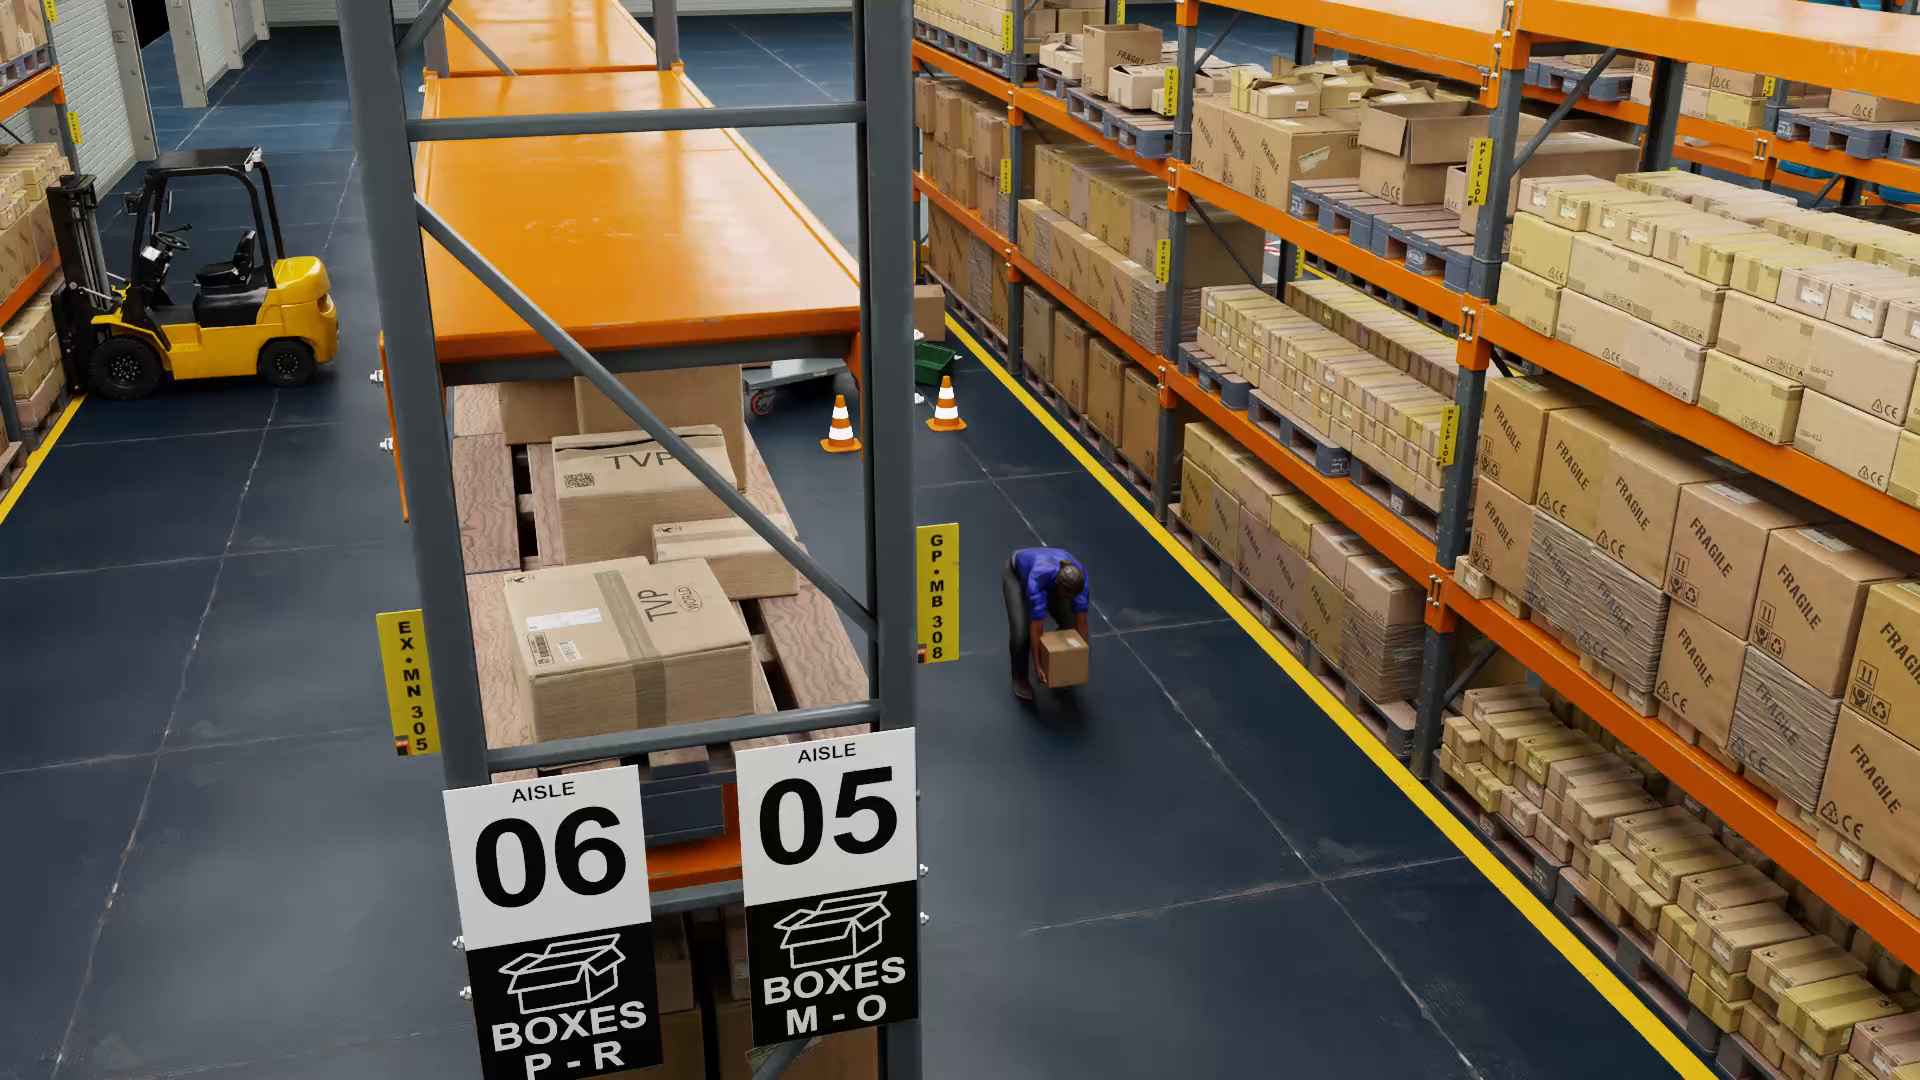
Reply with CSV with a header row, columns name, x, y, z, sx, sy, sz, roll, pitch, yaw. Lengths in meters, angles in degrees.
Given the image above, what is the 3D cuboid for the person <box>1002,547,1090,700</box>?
name,x,y,z,sx,sy,sz,roll,pitch,yaw
person,0.545,0.505,10.246,0.452,1.046,0.858,-7,24,-17
